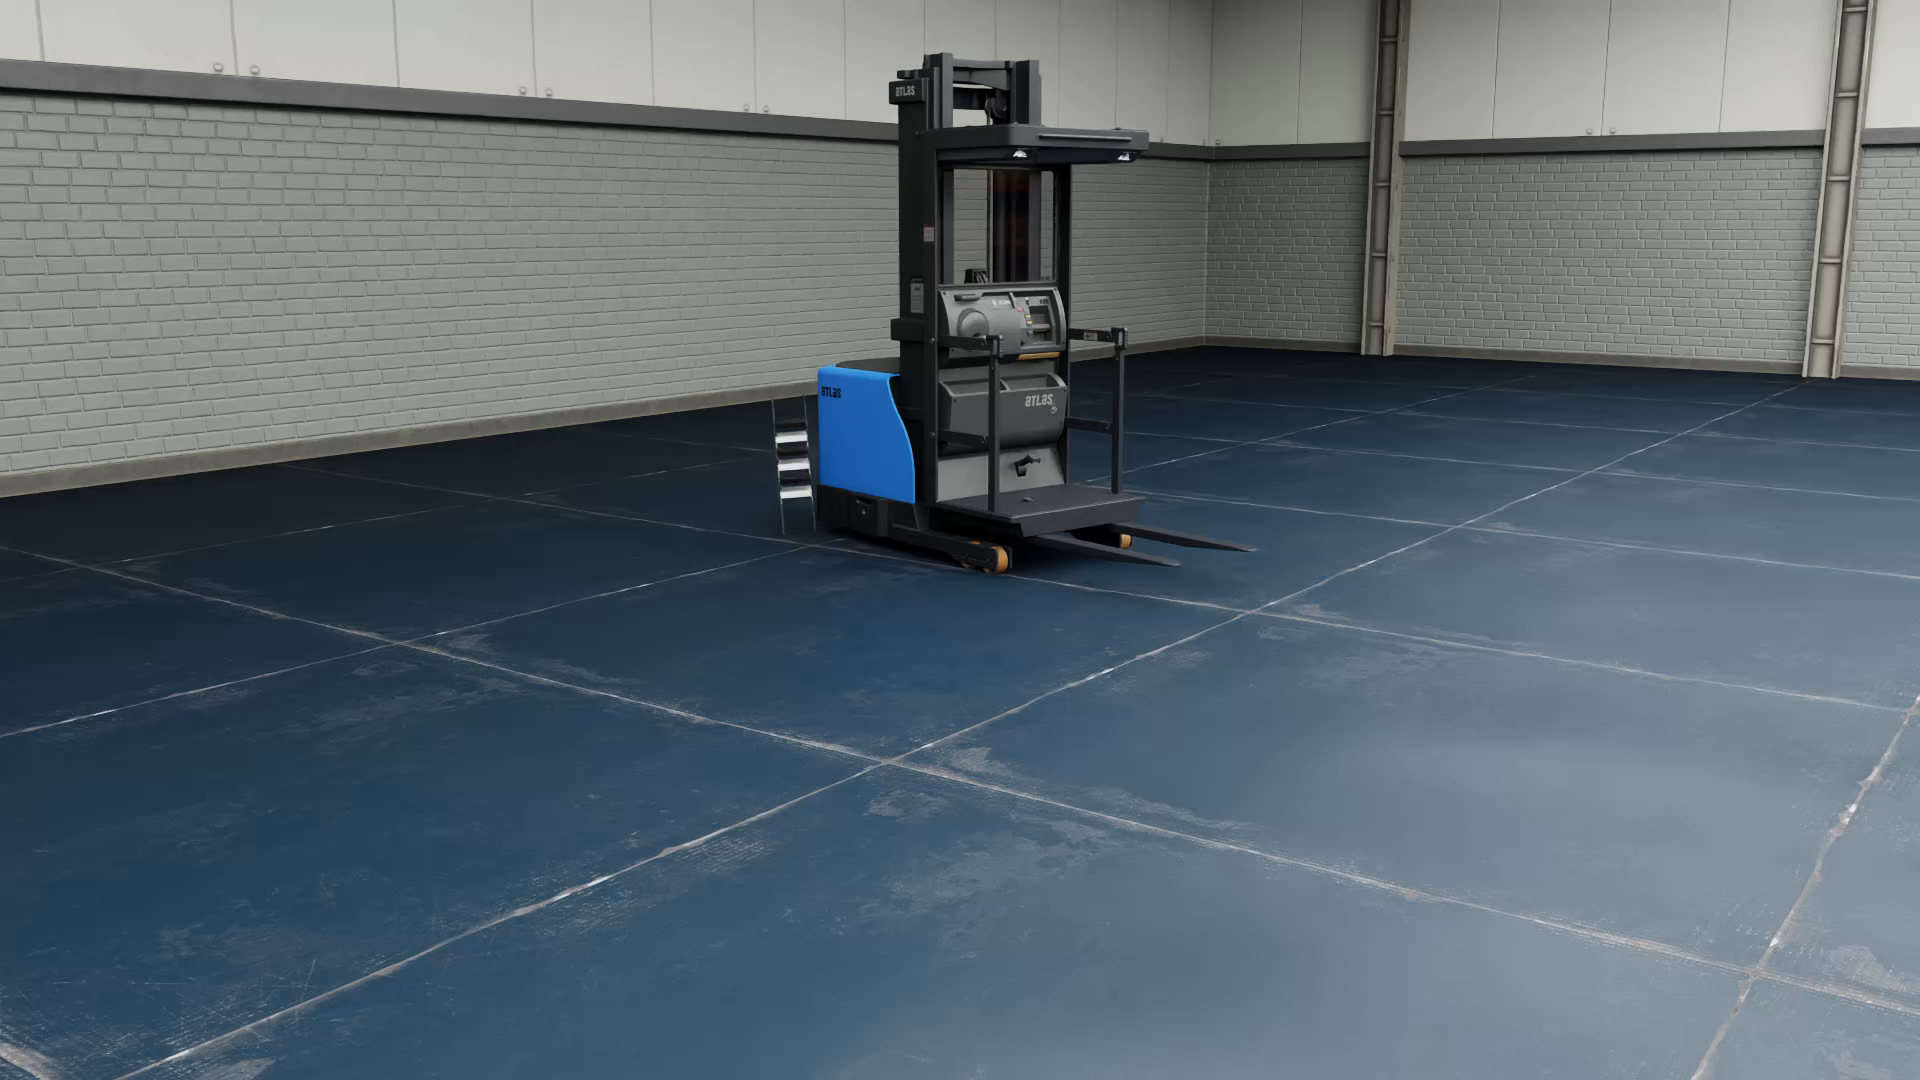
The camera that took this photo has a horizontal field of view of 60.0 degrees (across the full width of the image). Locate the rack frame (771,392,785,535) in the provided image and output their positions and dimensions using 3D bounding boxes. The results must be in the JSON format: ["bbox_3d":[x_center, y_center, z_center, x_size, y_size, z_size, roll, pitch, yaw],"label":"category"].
[{"bbox_3d":[-1.175,-0.497,10.734,0.006,0.900,0.240,-5,11,-4],"label":"rack frame"}]

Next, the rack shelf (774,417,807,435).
[{"bbox_3d":[-1.089,-0.737,10.696,0.200,0.077,0.258,-5,11,-4],"label":"rack shelf"}]

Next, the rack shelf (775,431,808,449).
[{"bbox_3d":[-1.083,-0.649,10.713,0.200,0.077,0.258,-5,11,-4],"label":"rack shelf"}]

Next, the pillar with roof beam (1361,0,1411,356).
[{"bbox_3d":[3.697,-6.538,20.631,0.400,9.000,9.100,8,13,36],"label":"pillar with roof beam"}]

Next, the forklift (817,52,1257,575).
[{"bbox_3d":[0.400,-1.348,9.781,1.130,2.935,3.031,-9,14,-39],"label":"forklift"}]

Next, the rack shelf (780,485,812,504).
[{"bbox_3d":[-1.060,-0.297,10.783,0.200,0.077,0.258,-5,11,-4],"label":"rack shelf"}]

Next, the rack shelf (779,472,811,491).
[{"bbox_3d":[-1.066,-0.385,10.766,0.200,0.077,0.258,-5,11,-4],"label":"rack shelf"}]

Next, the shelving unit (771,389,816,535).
[{"bbox_3d":[-1.074,-0.506,10.742,0.210,0.900,0.258,-5,11,-4],"label":"shelving unit"}]

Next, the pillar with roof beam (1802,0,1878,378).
[{"bbox_3d":[8.533,-5.863,17.145,0.400,9.000,9.100,8,13,36],"label":"pillar with roof beam"}]

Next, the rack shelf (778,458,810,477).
[{"bbox_3d":[-1.072,-0.473,10.748,0.200,0.077,0.258,-5,11,-4],"label":"rack shelf"}]

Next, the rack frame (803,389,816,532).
[{"bbox_3d":[-0.973,-0.514,10.749,0.006,0.900,0.240,-5,11,-4],"label":"rack frame"}]

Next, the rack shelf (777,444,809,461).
[{"bbox_3d":[-1.077,-0.561,10.731,0.200,0.077,0.258,-5,11,-4],"label":"rack shelf"}]
